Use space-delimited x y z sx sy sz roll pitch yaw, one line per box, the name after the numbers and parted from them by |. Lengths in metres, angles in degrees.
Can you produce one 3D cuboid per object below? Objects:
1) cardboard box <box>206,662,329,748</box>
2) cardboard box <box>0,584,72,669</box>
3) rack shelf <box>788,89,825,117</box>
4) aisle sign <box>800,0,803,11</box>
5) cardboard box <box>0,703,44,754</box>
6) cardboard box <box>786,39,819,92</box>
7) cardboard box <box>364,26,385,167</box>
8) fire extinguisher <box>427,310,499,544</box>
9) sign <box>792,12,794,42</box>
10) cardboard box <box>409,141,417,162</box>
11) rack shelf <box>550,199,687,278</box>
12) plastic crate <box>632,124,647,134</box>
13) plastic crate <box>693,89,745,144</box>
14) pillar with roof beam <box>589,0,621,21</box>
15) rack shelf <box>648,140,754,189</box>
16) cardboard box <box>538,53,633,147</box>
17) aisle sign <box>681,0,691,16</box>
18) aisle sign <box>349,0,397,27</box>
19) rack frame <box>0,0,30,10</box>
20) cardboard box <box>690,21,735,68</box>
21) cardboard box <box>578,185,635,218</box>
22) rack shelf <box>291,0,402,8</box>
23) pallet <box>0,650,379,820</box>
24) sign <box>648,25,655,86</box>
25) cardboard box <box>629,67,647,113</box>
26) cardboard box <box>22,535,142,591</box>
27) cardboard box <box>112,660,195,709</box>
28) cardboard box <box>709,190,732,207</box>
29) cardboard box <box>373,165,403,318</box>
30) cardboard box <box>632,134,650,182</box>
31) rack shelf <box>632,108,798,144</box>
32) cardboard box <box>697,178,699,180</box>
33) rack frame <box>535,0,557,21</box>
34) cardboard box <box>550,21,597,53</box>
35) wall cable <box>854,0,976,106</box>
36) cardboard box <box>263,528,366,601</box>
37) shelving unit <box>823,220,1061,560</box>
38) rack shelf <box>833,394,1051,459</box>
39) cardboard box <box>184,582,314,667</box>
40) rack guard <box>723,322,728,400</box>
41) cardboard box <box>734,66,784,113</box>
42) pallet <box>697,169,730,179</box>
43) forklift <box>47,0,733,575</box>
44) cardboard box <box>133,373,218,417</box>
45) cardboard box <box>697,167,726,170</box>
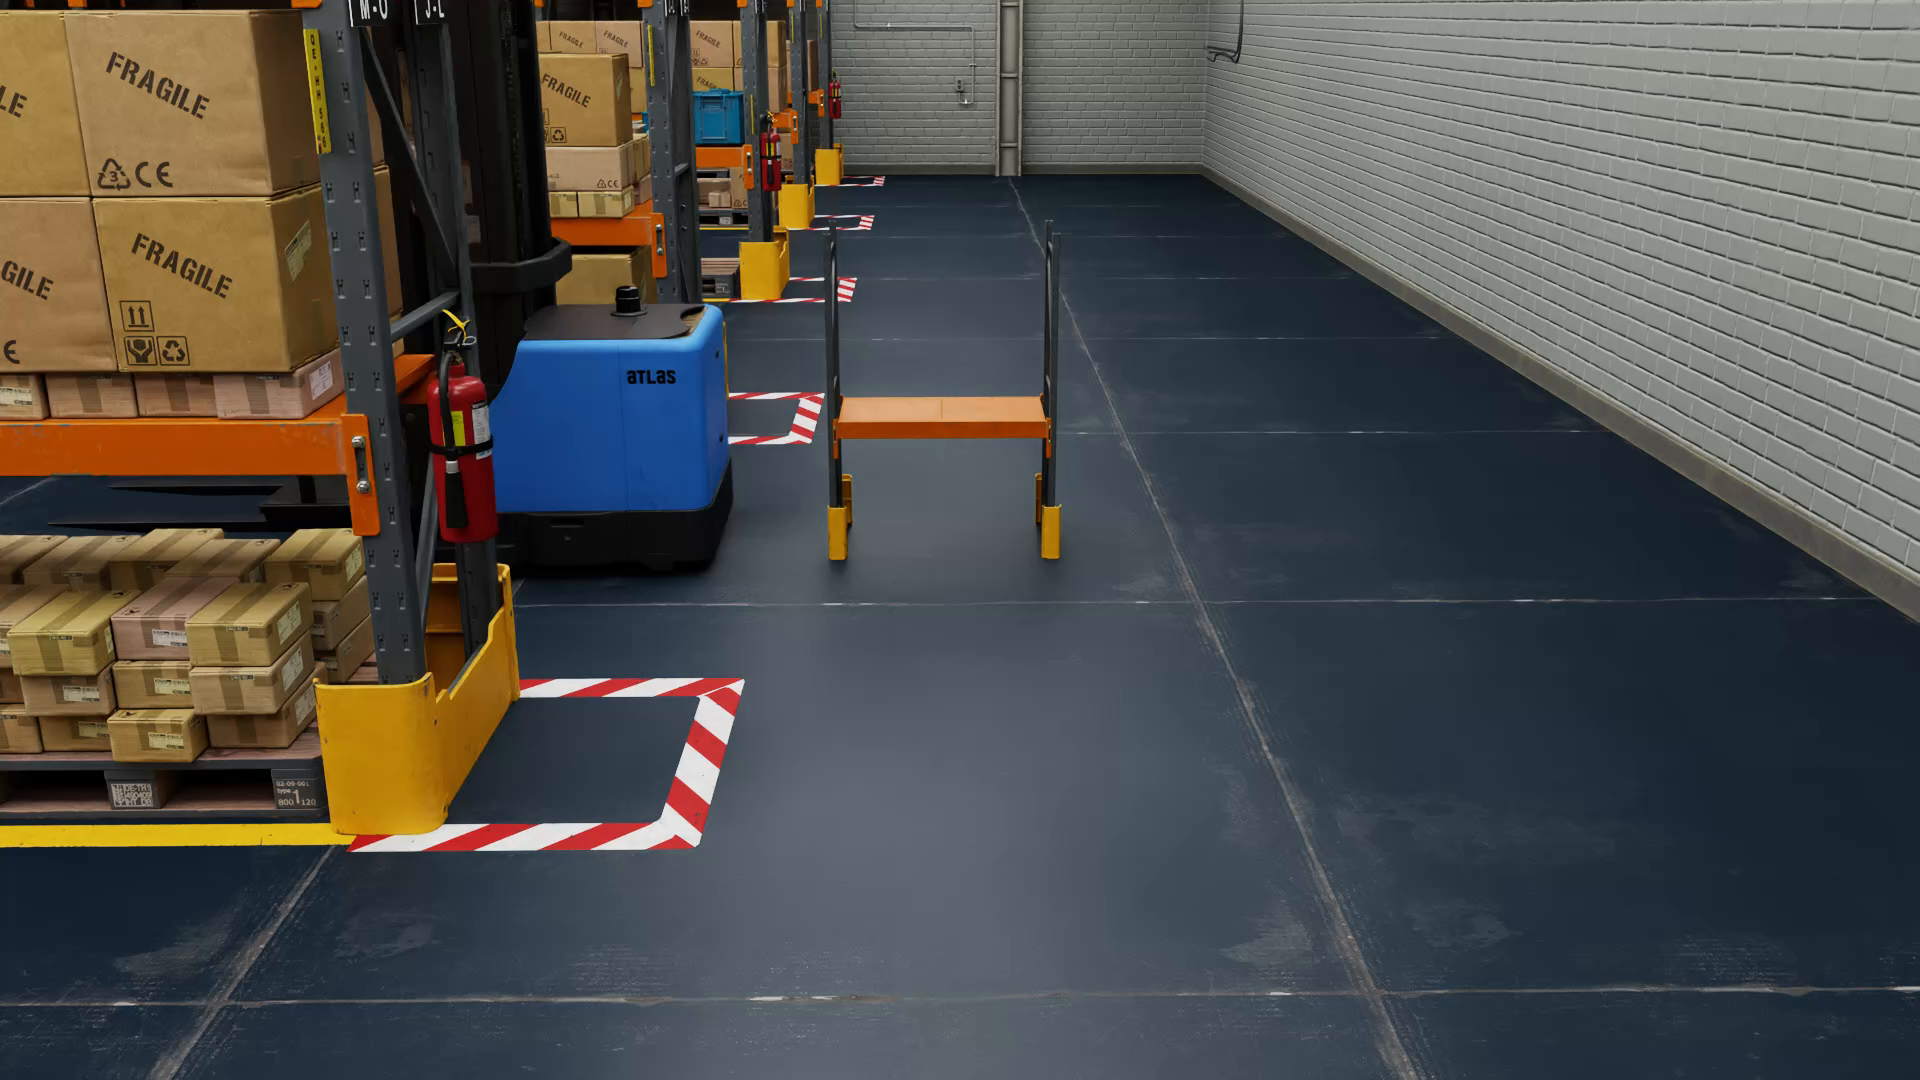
-2.260 0.536 5.446 0.250 0.149 0.380 0 18 0 | cardboard box
-3.032 0.272 5.295 0.250 0.149 0.380 -1 18 -3 | cardboard box
-3.949 -6.389 24.232 4.000 0.370 1.077 0 18 -1 | rack shelf
-1.794 -6.373 18.749 0.004 0.787 0.394 0 18 -1 | aisle sign
-3.028 0.548 5.407 0.250 0.149 0.380 0 18 0 | cardboard box
-2.459 -6.879 24.090 0.700 0.700 0.980 1 18 2 | cardboard box
-2.190 -1.432 5.313 0.500 0.500 0.500 0 18 -1 | cardboard box
-1.478 -0.334 4.914 0.183 0.674 0.296 0 18 -1 | fire extinguisher
-1.879 -5.761 18.683 0.005 0.325 0.100 0 18 -1 | sign
-3.211 -2.185 9.707 0.500 0.250 0.500 -1 18 -3 | cardboard box
-3.714 -1.851 10.084 4.000 0.370 1.077 0 18 -1 | rack shelf
-2.895 -3.563 14.576 0.243 0.136 0.396 0 18 -1 | plastic crate
-2.125 -3.703 14.523 0.499 0.435 0.616 0 18 -1 | plastic crate
-5.194 -8.532 19.911 0.400 9.000 9.100 0 18 -1 | pillar with roof beam
-3.793 -3.364 14.800 4.000 0.370 1.077 0 18 -1 | rack shelf
-2.198 -2.548 9.610 0.500 0.500 0.500 0 18 0 | cardboard box
-1.647 -3.533 9.894 0.004 0.787 0.394 0 18 -1 | aisle sign
-1.660 -1.834 4.599 0.004 0.787 0.394 0 18 -1 | aisle sign
-5.714 -2.184 9.944 0.127 3.000 1.000 0 18 -1 | rack frame
-2.813 -5.664 18.991 0.500 0.500 0.500 0 18 1 | cardboard box
-2.065 -1.981 9.724 0.250 0.149 0.380 0 18 0 | cardboard box
-3.737 -1.764 4.902 4.000 0.370 1.077 0 18 -1 | rack shelf
-2.626 0.634 5.727 1.213 0.211 1.003 0 18 -1 | pallet
-1.720 -2.701 9.275 0.005 0.325 0.100 0 18 -1 | sign
-3.832 -5.184 19.134 0.500 0.500 0.500 -1 18 -2 | cardboard box
-3.041 0.112 5.794 0.250 0.149 0.380 -1 18 -4 | cardboard box
-2.523 0.403 5.374 0.250 0.149 0.380 -1 18 -2 | cardboard box
-2.813 -4.037 19.639 0.250 0.166 0.380 0 18 -1 | cardboard box
-2.191 -0.959 5.476 0.500 0.500 0.500 1 18 2 | cardboard box
-2.199 -2.353 10.232 0.500 0.250 0.500 -1 18 -2 | cardboard box
-3.867 -4.876 19.516 4.000 0.370 1.077 0 18 -1 | rack shelf
-3.415 -4.208 20.036 0.500 0.250 0.500 0 18 -1 | cardboard box
-5.949 -6.722 24.092 0.127 3.000 1.000 0 18 -1 | rack frame
-4.361 -5.654 18.963 0.500 0.500 0.500 -1 18 -2 | cardboard box
-0.684 -7.520 24.917 1.851 1.984 0.084 0 18 -1 | wall cable
-2.267 0.085 5.877 0.250 0.149 0.380 -1 18 -3 | cardboard box
-0.076 -0.714 7.817 1.083 1.500 0.587 0 18 -1 | shelving unit
-0.085 -0.542 7.872 1.000 0.185 0.538 0 18 -1 | rack shelf
-2.263 0.266 5.312 0.250 0.149 0.380 0 18 0 | cardboard box
-1.691 -1.013 10.387 0.348 0.500 1.175 0 18 -1 | rack guard
-2.311 -5.191 19.155 0.500 0.500 0.500 0 18 1 | cardboard box
-3.964 -5.381 24.477 1.213 0.211 1.003 0 18 -1 | pallet
-2.646 -1.375 7.535 3.031 2.935 1.130 -1 18 -2 | forklift
-2.308 -0.490 5.077 0.250 0.149 0.380 0 18 -1 | cardboard box
-3.651 -5.712 24.349 0.500 0.500 0.700 -1 18 -3 | cardboard box
